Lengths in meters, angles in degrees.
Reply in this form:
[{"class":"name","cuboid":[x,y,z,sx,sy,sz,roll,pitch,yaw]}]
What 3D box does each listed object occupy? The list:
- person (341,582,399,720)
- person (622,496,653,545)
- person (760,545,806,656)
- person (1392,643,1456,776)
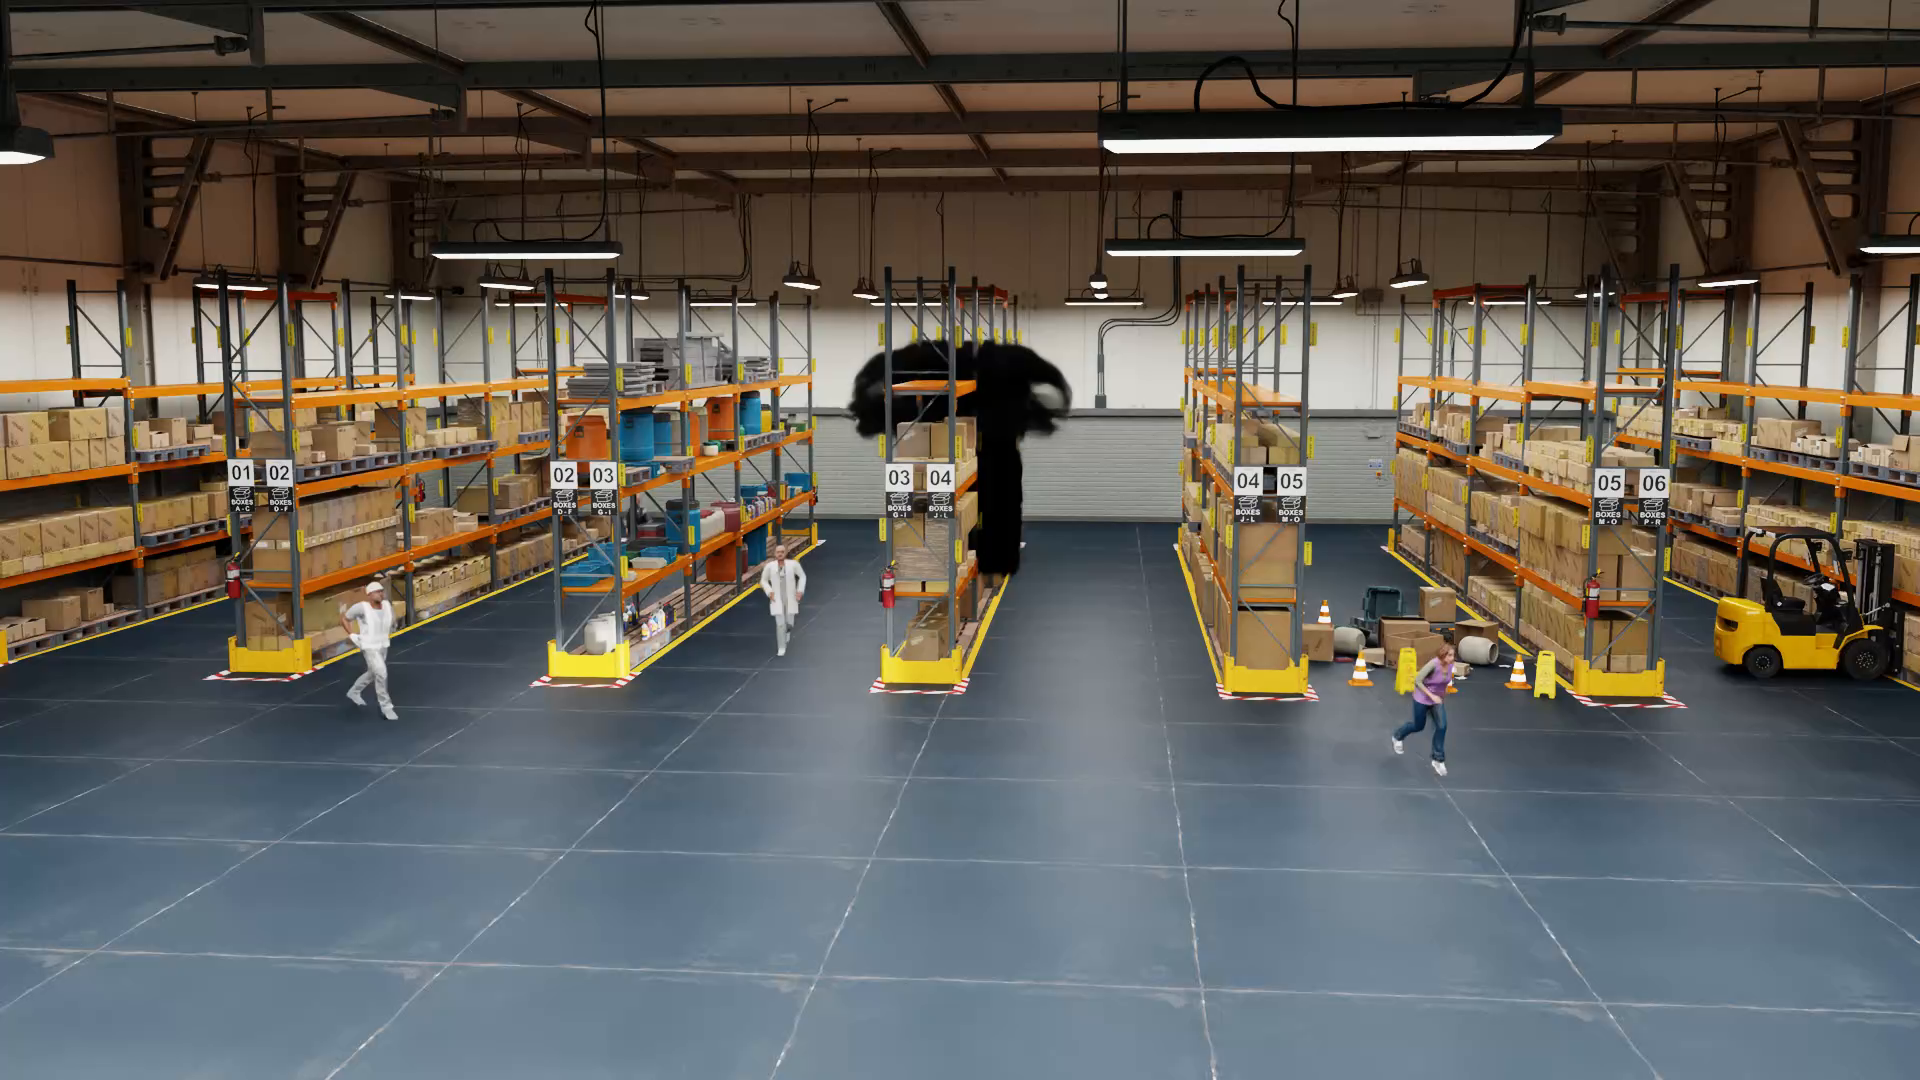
[{"class":"person","cuboid":[-7.800,1.463,22.099,0.992,1.846,0.647,3,8,26]},{"class":"person","cuboid":[-6.862,-0.104,35.296,0.661,1.682,0.585,1,7,5]},{"class":"person","cuboid":[-2.806,0.946,26.399,0.723,1.748,0.714,-1,7,-6]},{"class":"person","cuboid":[5.420,1.913,19.456,0.573,1.546,0.917,-4,8,-32]}]
